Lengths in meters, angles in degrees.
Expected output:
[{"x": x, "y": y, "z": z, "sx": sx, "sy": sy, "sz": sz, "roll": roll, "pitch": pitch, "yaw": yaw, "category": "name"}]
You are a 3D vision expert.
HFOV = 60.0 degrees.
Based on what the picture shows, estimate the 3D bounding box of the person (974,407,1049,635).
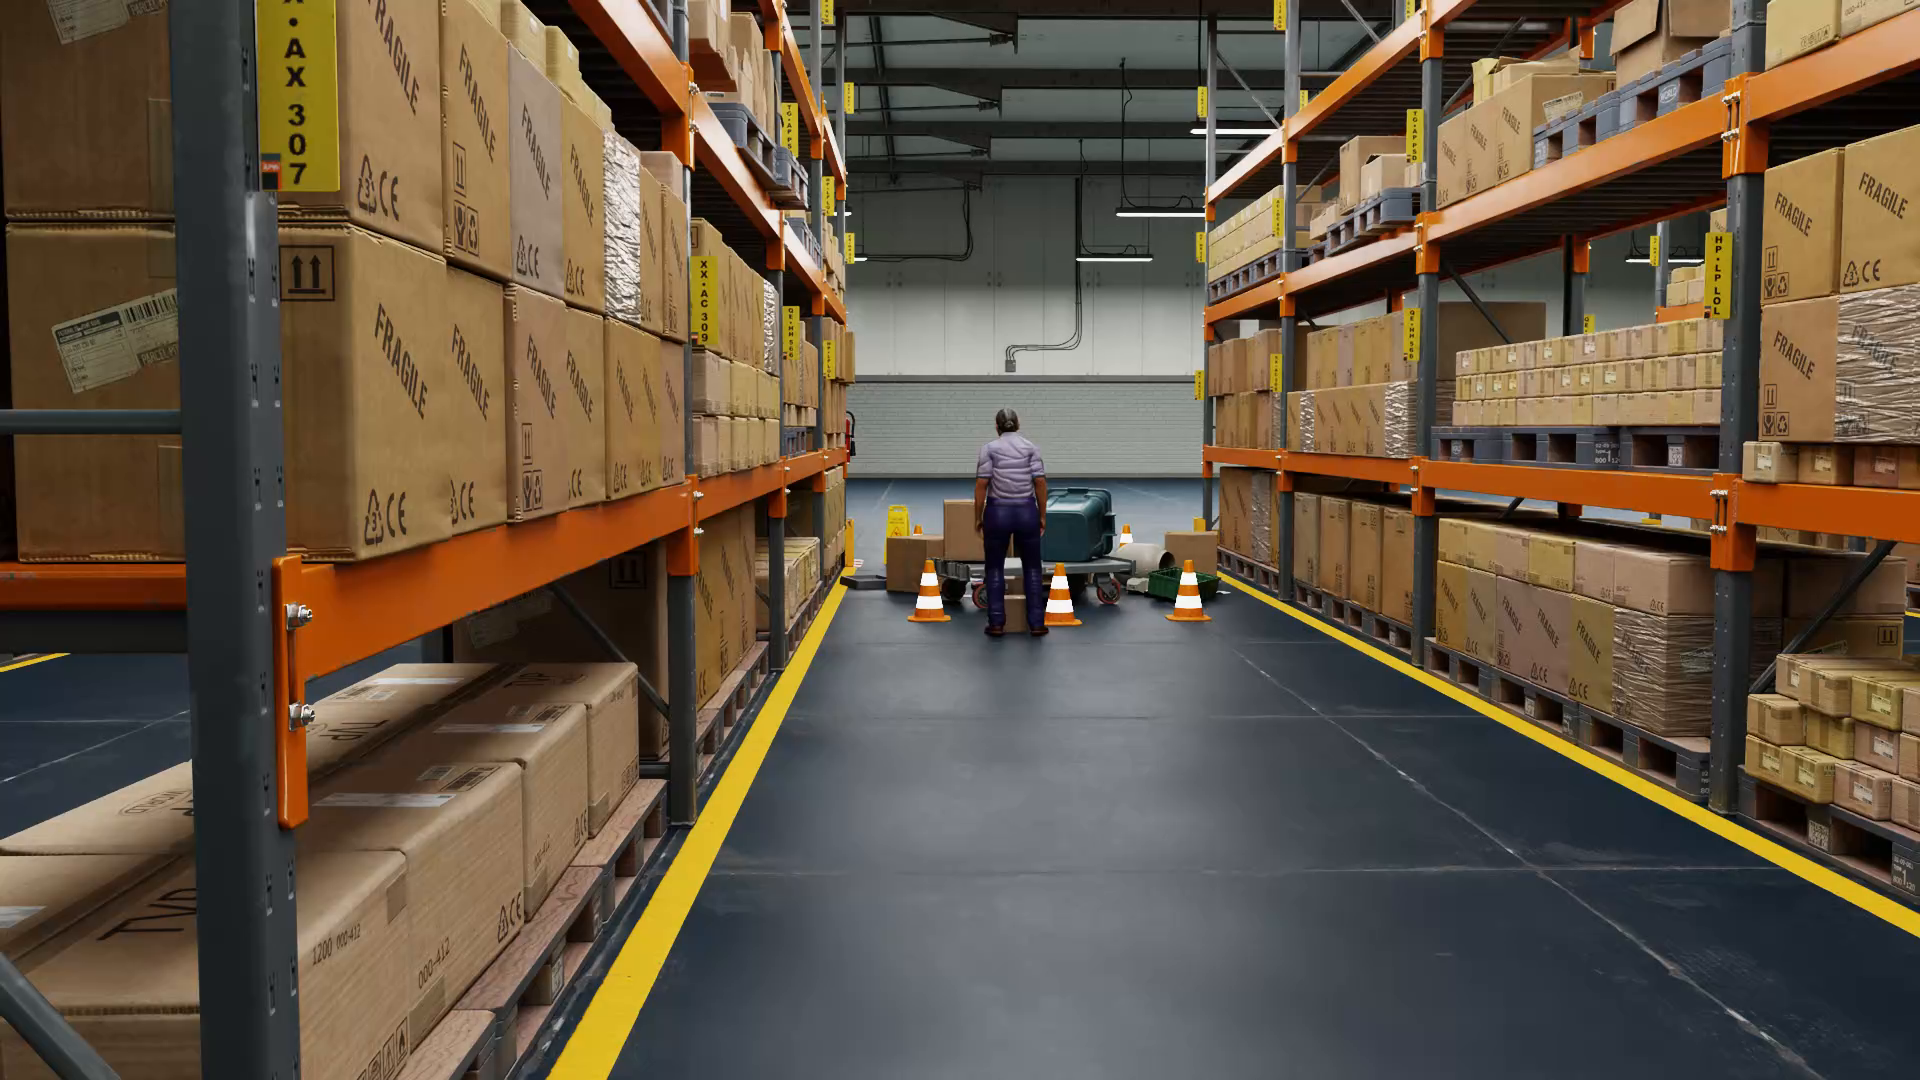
[{"x": 0.382, "y": -0.135, "z": 12.060, "sx": 0.564, "sy": 1.651, "sz": 0.367, "roll": 0, "pitch": 4, "yaw": -5, "category": "person"}]
